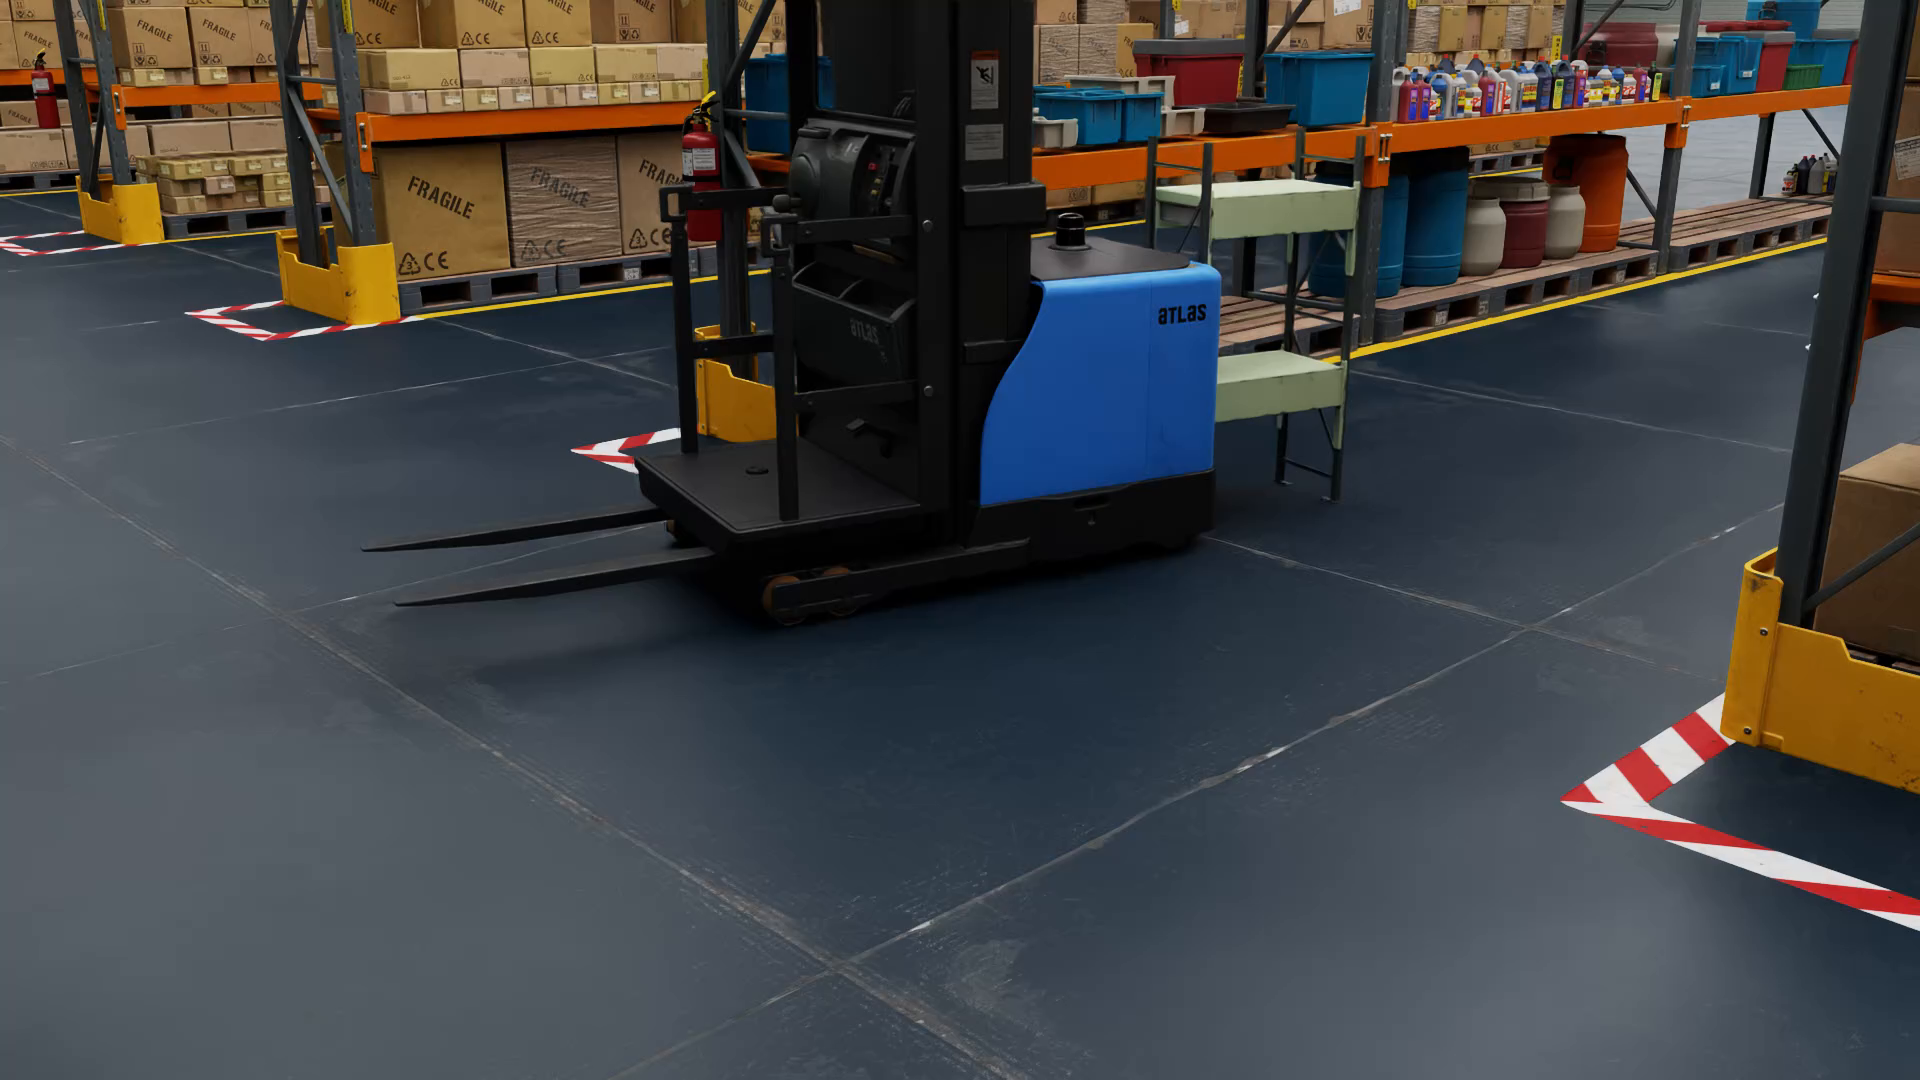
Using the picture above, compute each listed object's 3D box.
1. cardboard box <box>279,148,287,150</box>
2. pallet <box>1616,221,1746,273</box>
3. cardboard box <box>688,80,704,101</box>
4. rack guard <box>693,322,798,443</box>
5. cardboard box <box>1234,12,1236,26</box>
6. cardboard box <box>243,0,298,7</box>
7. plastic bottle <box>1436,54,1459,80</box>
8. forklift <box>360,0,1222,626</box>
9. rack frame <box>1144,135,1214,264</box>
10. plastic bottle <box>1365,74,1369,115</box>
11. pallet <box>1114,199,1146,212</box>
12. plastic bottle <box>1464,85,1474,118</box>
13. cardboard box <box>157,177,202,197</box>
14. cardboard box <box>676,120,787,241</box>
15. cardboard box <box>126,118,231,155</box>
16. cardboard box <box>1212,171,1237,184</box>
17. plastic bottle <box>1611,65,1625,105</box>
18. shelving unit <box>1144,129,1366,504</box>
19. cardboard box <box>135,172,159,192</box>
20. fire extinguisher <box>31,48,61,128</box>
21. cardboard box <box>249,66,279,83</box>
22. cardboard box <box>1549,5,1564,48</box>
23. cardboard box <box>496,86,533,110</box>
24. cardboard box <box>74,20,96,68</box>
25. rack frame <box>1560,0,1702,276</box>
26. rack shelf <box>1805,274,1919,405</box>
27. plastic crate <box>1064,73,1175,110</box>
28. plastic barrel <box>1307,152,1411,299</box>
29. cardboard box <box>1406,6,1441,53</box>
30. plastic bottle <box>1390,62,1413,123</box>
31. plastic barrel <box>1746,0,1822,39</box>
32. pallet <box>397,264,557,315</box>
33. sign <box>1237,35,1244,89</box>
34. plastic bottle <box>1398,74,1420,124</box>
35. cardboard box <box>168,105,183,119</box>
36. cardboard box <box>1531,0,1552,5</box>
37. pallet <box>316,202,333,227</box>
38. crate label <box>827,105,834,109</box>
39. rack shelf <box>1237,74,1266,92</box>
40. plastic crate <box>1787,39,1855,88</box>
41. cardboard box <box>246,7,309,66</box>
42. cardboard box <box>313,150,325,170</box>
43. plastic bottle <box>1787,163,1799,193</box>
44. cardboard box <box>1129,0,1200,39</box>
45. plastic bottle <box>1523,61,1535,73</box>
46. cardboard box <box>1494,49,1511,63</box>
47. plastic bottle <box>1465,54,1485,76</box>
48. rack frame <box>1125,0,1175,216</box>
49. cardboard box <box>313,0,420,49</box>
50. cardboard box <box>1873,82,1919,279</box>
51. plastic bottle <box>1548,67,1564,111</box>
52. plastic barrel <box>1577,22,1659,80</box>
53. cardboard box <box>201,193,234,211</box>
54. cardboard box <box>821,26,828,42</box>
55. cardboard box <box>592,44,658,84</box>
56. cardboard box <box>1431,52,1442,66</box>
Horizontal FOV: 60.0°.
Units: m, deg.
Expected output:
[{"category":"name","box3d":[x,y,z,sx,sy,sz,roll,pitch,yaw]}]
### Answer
[{"category":"cardboard box","box3d":[-6.320,-3.675,15.933,0.380,0.149,0.250,17,25,42]},{"category":"pallet","box3d":[5.630,-2.396,13.532,1.213,0.211,1.003,-16,24,-41]},{"category":"cardboard box","box3d":[-2.013,-3.354,12.372,0.250,0.149,0.380,-16,24,-40]},{"category":"rack guard","box3d":[-0.781,-0.675,7.755,0.348,0.500,1.175,-16,24,-41]},{"category":"cardboard box","box3d":[3.493,-7.366,24.097,0.550,0.550,0.875,-16,24,-41]},{"category":"cardboard box","box3d":[-6.245,-5.029,14.865,0.500,0.500,0.500,-17,25,-42]},{"category":"plastic bottle","box3d":[3.378,-3.197,11.563,0.185,0.351,0.144,-16,24,-41]},{"category":"forklift","box3d":[-0.566,-1.292,5.717,3.031,2.935,1.130,-9,20,-27]},{"category":"rack frame","box3d":[0.838,-0.813,6.560,0.023,1.500,0.400,-9,20,-27]},{"category":"plastic bottle","box3d":[2.676,-2.932,10.743,0.185,0.351,0.144,-16,24,-41]},{"category":"pallet","box3d":[2.207,-3.516,16.986,1.213,0.211,1.003,-16,24,-41]},{"category":"plastic bottle","box3d":[3.172,-2.754,10.438,0.097,0.201,0.097,0,18,0]},{"category":"cardboard box","box3d":[-6.952,-3.153,14.806,0.250,0.149,0.380,-15,23,-39]},{"category":"cardboard box","box3d":[-1.803,-2.896,13.319,0.875,0.875,0.875,-16,24,-41]},{"category":"cardboard box","box3d":[-9.257,-4.732,19.690,0.875,0.438,0.875,17,25,42]},{"category":"cardboard box","box3d":[2.505,-3.964,17.187,0.700,0.500,0.500,15,24,39]},{"category":"plastic bottle","box3d":[4.634,-3.214,11.743,0.097,0.271,0.097,0,18,0]},{"category":"shelving unit","box3d":[1.161,-0.866,6.724,0.755,1.500,0.431,-9,20,-27]},{"category":"cardboard box","box3d":[-7.322,-3.276,15.183,0.250,0.149,0.380,-17,25,-42]},{"category":"fire extinguisher","box3d":[-8.010,-3.951,14.536,0.183,0.674,0.296,-16,24,-41]},{"category":"cardboard box","box3d":[-6.352,-4.236,15.094,0.250,0.149,0.380,-17,24,-41]},{"category":"cardboard box","box3d":[7.032,-6.451,20.873,0.500,0.500,0.875,-16,24,-41]},{"category":"cardboard box","box3d":[-3.131,-3.028,11.368,0.250,0.149,0.380,-17,24,-42]},{"category":"cardboard box","box3d":[-9.707,-5.505,18.437,0.500,0.500,0.500,-16,24,-41]},{"category":"rack frame","box3d":[5.041,-3.567,12.623,0.127,3.000,1.000,-16,24,-41]},{"category":"rack shelf","box3d":[4.081,-0.843,5.386,4.000,0.370,1.077,-16,24,-41]},{"category":"plastic crate","box3d":[0.898,-2.409,9.147,0.530,0.282,0.437,-16,24,-41]},{"category":"plastic barrel","box3d":[2.541,-2.032,10.611,0.708,0.901,0.600,-16,24,-41]},{"category":"cardboard box","box3d":[4.914,-5.795,18.850,0.500,0.500,0.875,-16,24,-41]},{"category":"plastic bottle","box3d":[2.642,-2.706,10.049,0.185,0.351,0.144,-16,24,-41]},{"category":"plastic barrel","box3d":[7.458,-4.639,15.117,0.708,0.901,0.600,-16,24,-41]},{"category":"pallet","box3d":[-3.648,-1.842,11.825,1.213,0.211,1.003,-16,24,-41]},{"category":"sign","box3d":[1.758,-2.975,10.347,0.005,0.325,0.100,-16,24,-41]},{"category":"plastic bottle","box3d":[2.694,-2.646,9.971,0.133,0.283,0.061,-16,24,-41]},{"category":"cardboard box","box3d":[-11.337,-6.343,24.556,0.500,0.500,0.500,-16,24,-41]},{"category":"cardboard box","box3d":[6.861,-6.758,20.198,0.500,0.500,0.500,-16,24,-41]},{"category":"pallet","box3d":[-5.953,-3.226,16.092,1.213,0.211,1.003,-16,24,-41]},{"category":"crate label","box3d":[-0.367,-1.799,7.345,0.303,0.233,0.416,-16,24,-41]},{"category":"rack shelf","box3d":[3.091,-4.759,17.464,4.000,0.370,1.077,-16,24,-41]},{"category":"plastic crate","box3d":[7.359,-4.104,14.303,0.575,0.384,0.392,-16,24,-41]},{"category":"cardboard box","box3d":[-6.257,-4.557,15.032,0.500,0.500,0.500,-16,24,-40]},{"category":"cardboard box","box3d":[-5.953,-3.560,15.577,0.250,0.149,0.380,-16,24,-40]},{"category":"plastic bottle","box3d":[8.070,-3.508,16.130,0.133,0.283,0.061,-15,23,-38]},{"category":"cardboard box","box3d":[2.003,-5.048,16.347,0.500,0.500,0.500,14,23,37]},{"category":"plastic bottle","box3d":[4.168,-3.391,12.280,0.135,0.276,0.152,-16,24,-41]},{"category":"cardboard box","box3d":[6.368,-5.805,19.931,0.250,0.149,0.380,-16,24,-41]},{"category":"plastic bottle","box3d":[3.580,-3.192,11.546,0.185,0.351,0.144,-16,24,-41]},{"category":"rack frame","box3d":[1.638,-4.677,16.046,0.127,3.000,1.000,-16,24,-41]},{"category":"cardboard box","box3d":[-4.002,-3.571,11.179,0.500,0.500,0.500,-16,24,-40]},{"category":"cardboard box","box3d":[2.767,-0.964,4.434,0.500,0.500,0.500,-15,23,-39]},{"category":"plastic bottle","box3d":[3.978,-3.021,11.127,0.133,0.283,0.061,-16,24,-41]},{"category":"plastic barrel","box3d":[5.170,-3.798,13.114,0.708,0.536,0.600,-16,24,-41]},{"category":"cardboard box","box3d":[-6.775,-3.071,15.036,0.250,0.149,0.380,-16,24,-41]},{"category":"cardboard box","box3d":[-1.116,-4.037,13.911,0.500,0.500,0.500,-16,24,-41]},{"category":"cardboard box","box3d":[-2.525,-3.422,11.937,0.500,0.250,0.500,-17,24,-42]},{"category":"cardboard box","box3d":[5.260,-5.492,18.969,0.250,0.149,0.380,-16,24,-41]}]
